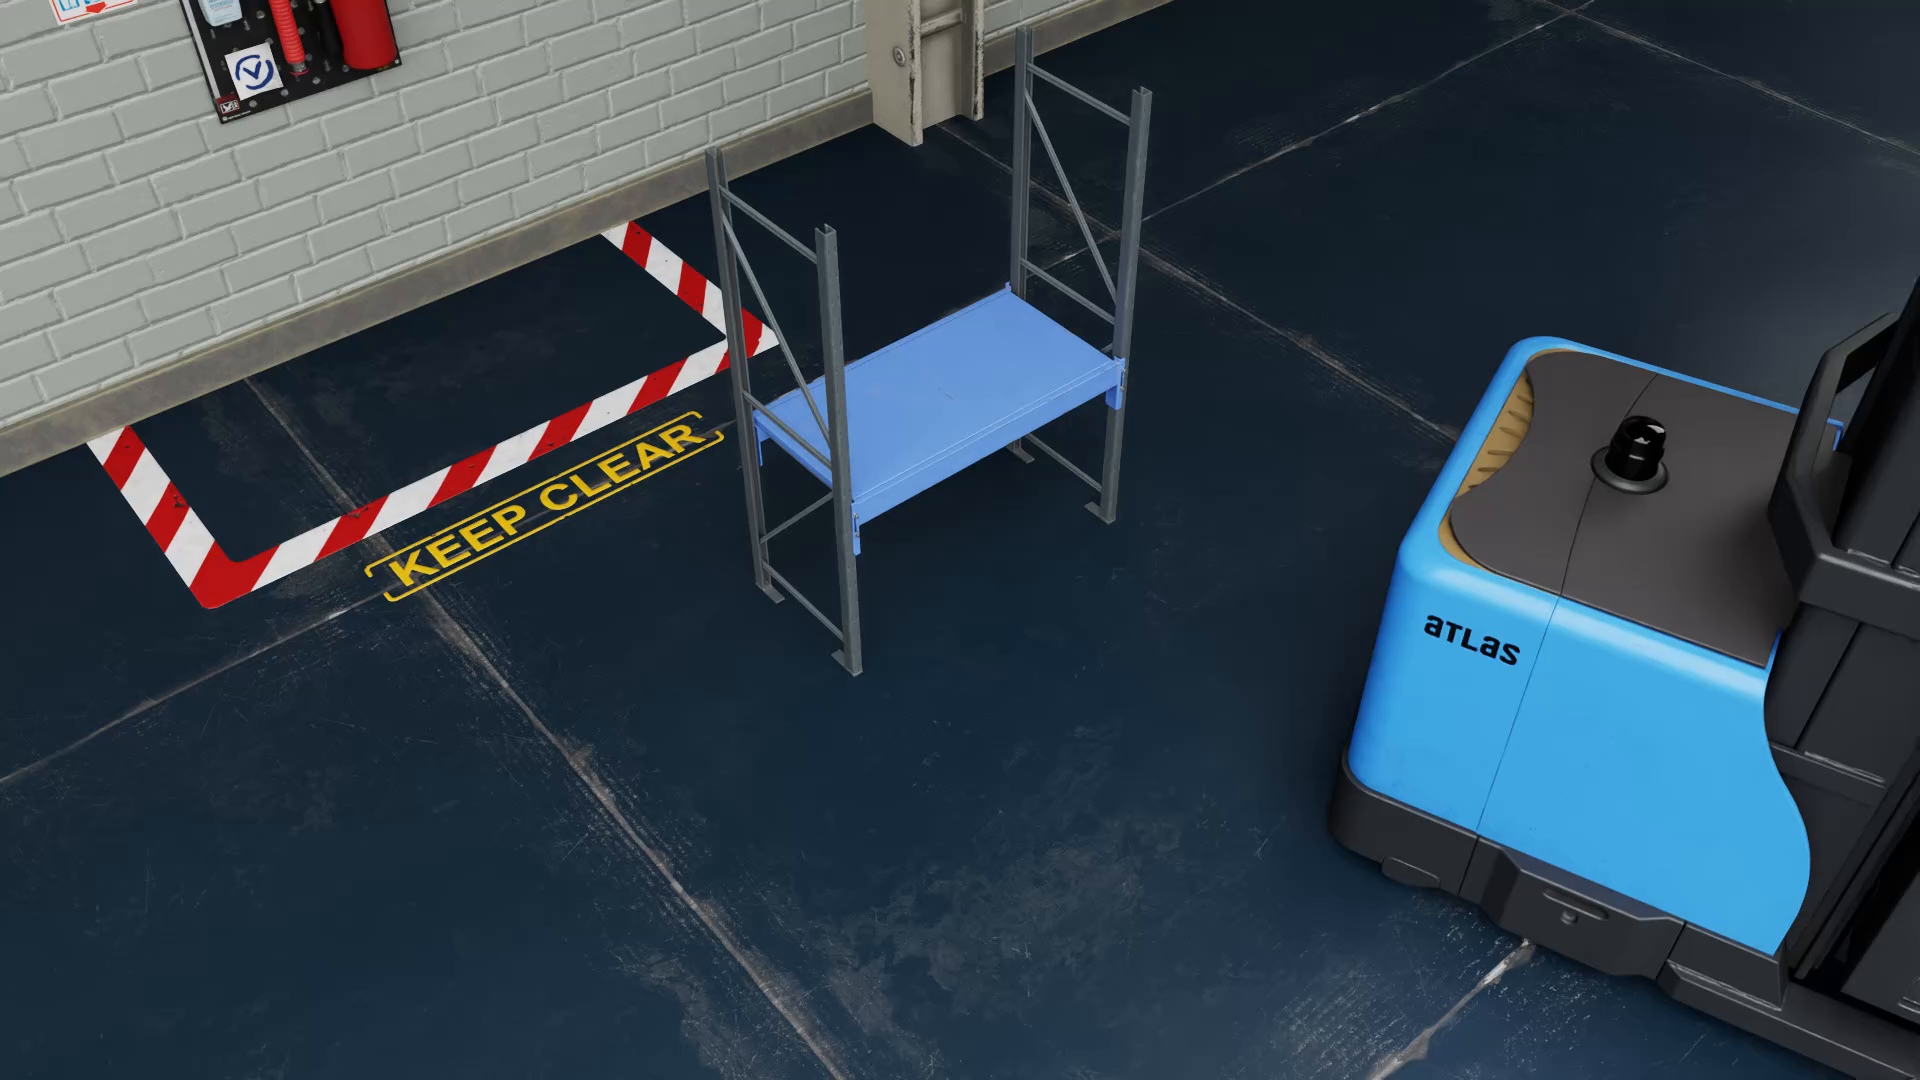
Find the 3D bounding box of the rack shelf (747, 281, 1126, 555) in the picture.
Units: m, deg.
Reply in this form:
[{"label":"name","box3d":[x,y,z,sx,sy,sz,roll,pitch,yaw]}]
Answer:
[{"label":"rack shelf","box3d":[-0.065,-0.378,4.820,1.000,0.185,0.538,-30,51,-28]}]

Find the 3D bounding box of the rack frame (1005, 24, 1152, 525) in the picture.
[{"label":"rack frame","box3d":[0.325,-0.733,4.934,0.032,1.500,0.500,-30,51,-28]}]

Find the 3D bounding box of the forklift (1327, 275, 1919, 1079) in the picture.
[{"label":"forklift","box3d":[2.499,-0.042,3.154,3.031,2.935,1.130,22,47,21]}]

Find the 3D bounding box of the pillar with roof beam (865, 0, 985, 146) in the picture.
[{"label":"pillar with roof beam","box3d":[2.618,-2.846,1.707,0.400,9.000,9.100,-30,51,-28]}]

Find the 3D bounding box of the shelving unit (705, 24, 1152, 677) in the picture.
[{"label":"shelving unit","box3d":[-0.065,-0.509,4.697,1.048,1.500,0.538,-30,51,-28]}]

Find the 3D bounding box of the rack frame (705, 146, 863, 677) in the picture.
[{"label":"rack frame","box3d":[-0.455,-0.286,4.459,0.032,1.500,0.500,-30,51,-28]}]

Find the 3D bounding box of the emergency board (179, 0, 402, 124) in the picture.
[{"label":"emergency board","box3d":[-2.065,-1.854,5.033,0.643,1.169,0.194,-30,51,-28]}]

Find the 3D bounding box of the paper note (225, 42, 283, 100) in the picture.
[{"label":"paper note","box3d":[-2.245,-1.491,5.290,0.142,0.148,0.016,-30,51,-28]}]

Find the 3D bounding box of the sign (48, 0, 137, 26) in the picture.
[{"label":"sign","box3d":[-2.555,-1.678,4.820,0.234,0.329,0.001,-30,51,-28]}]
